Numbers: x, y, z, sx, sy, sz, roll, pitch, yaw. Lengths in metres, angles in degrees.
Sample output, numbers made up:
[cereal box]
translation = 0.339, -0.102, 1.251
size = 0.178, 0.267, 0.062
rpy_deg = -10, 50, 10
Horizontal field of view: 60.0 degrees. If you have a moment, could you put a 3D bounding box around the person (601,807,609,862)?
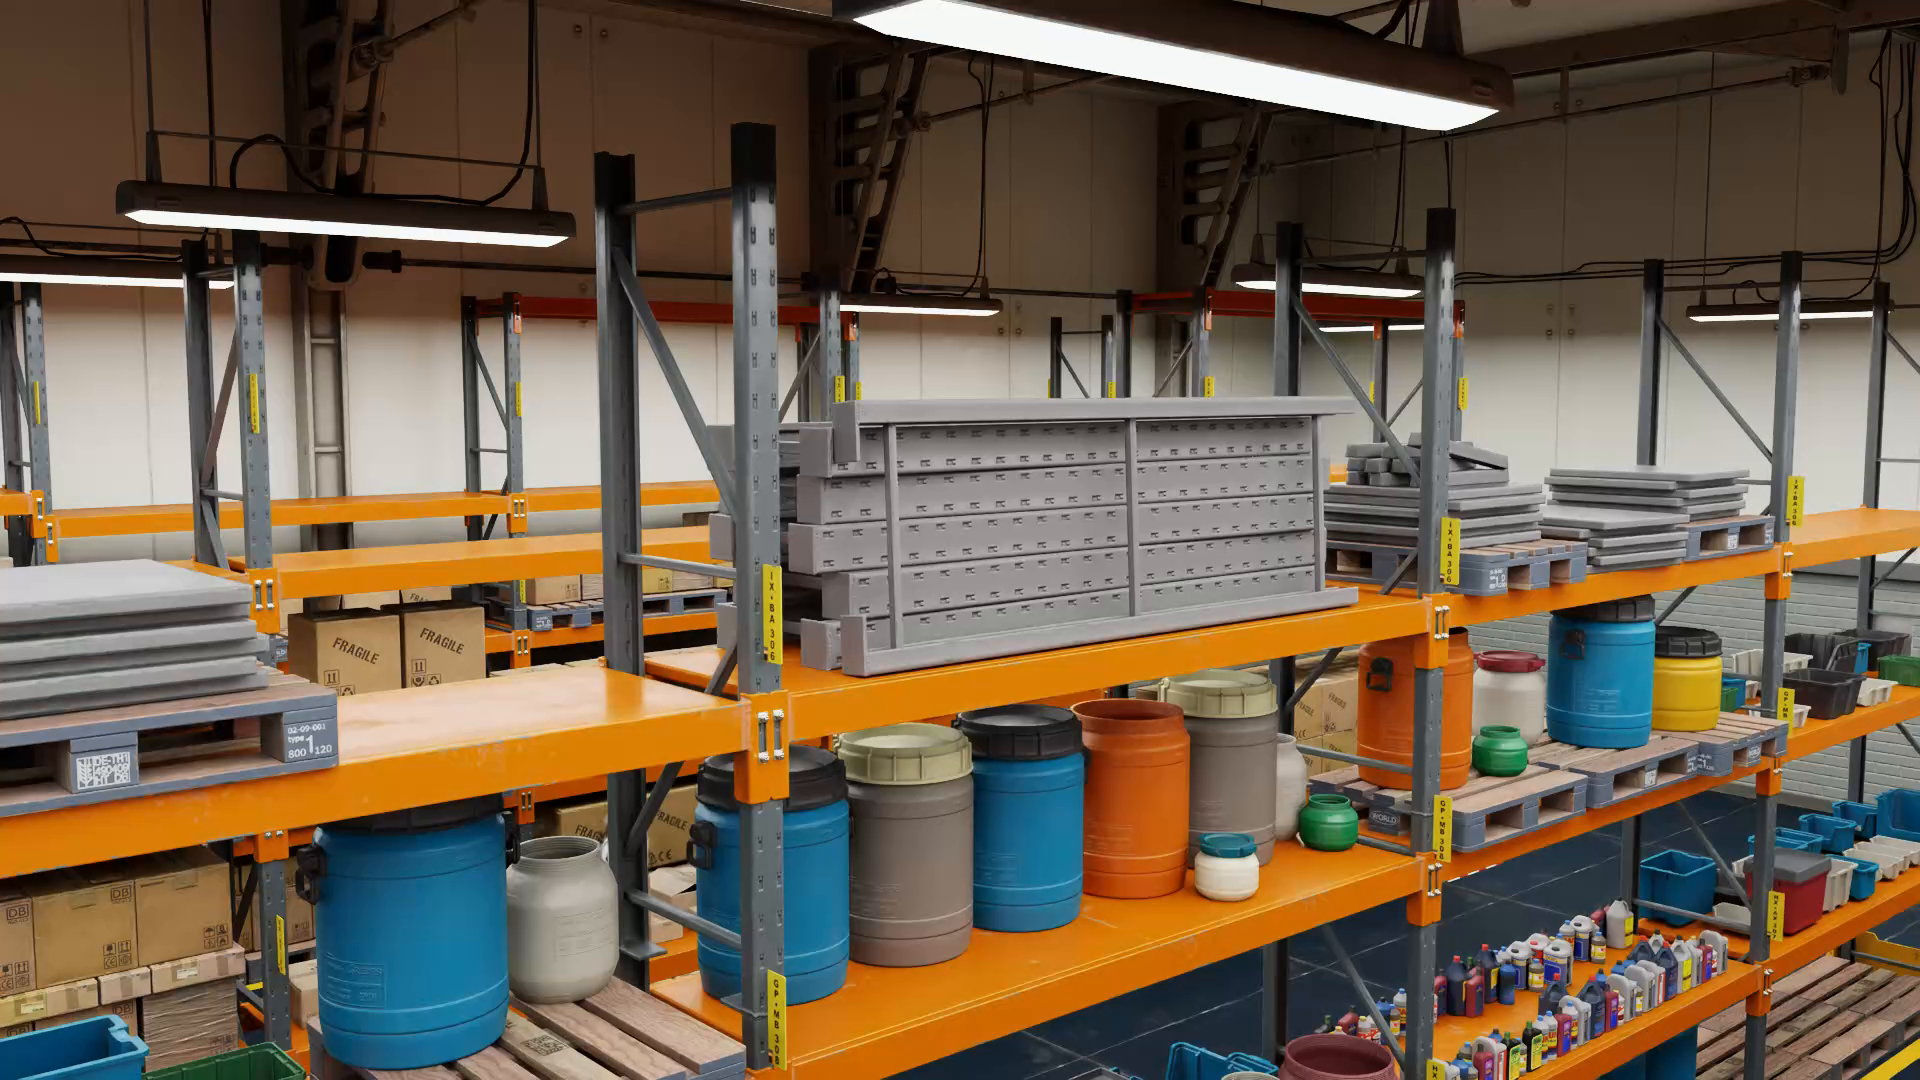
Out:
[person]
translation = -2.818, 3.010, 13.719
size = 0.935, 1.676, 0.580
rpy_deg = -5, 8, -45
